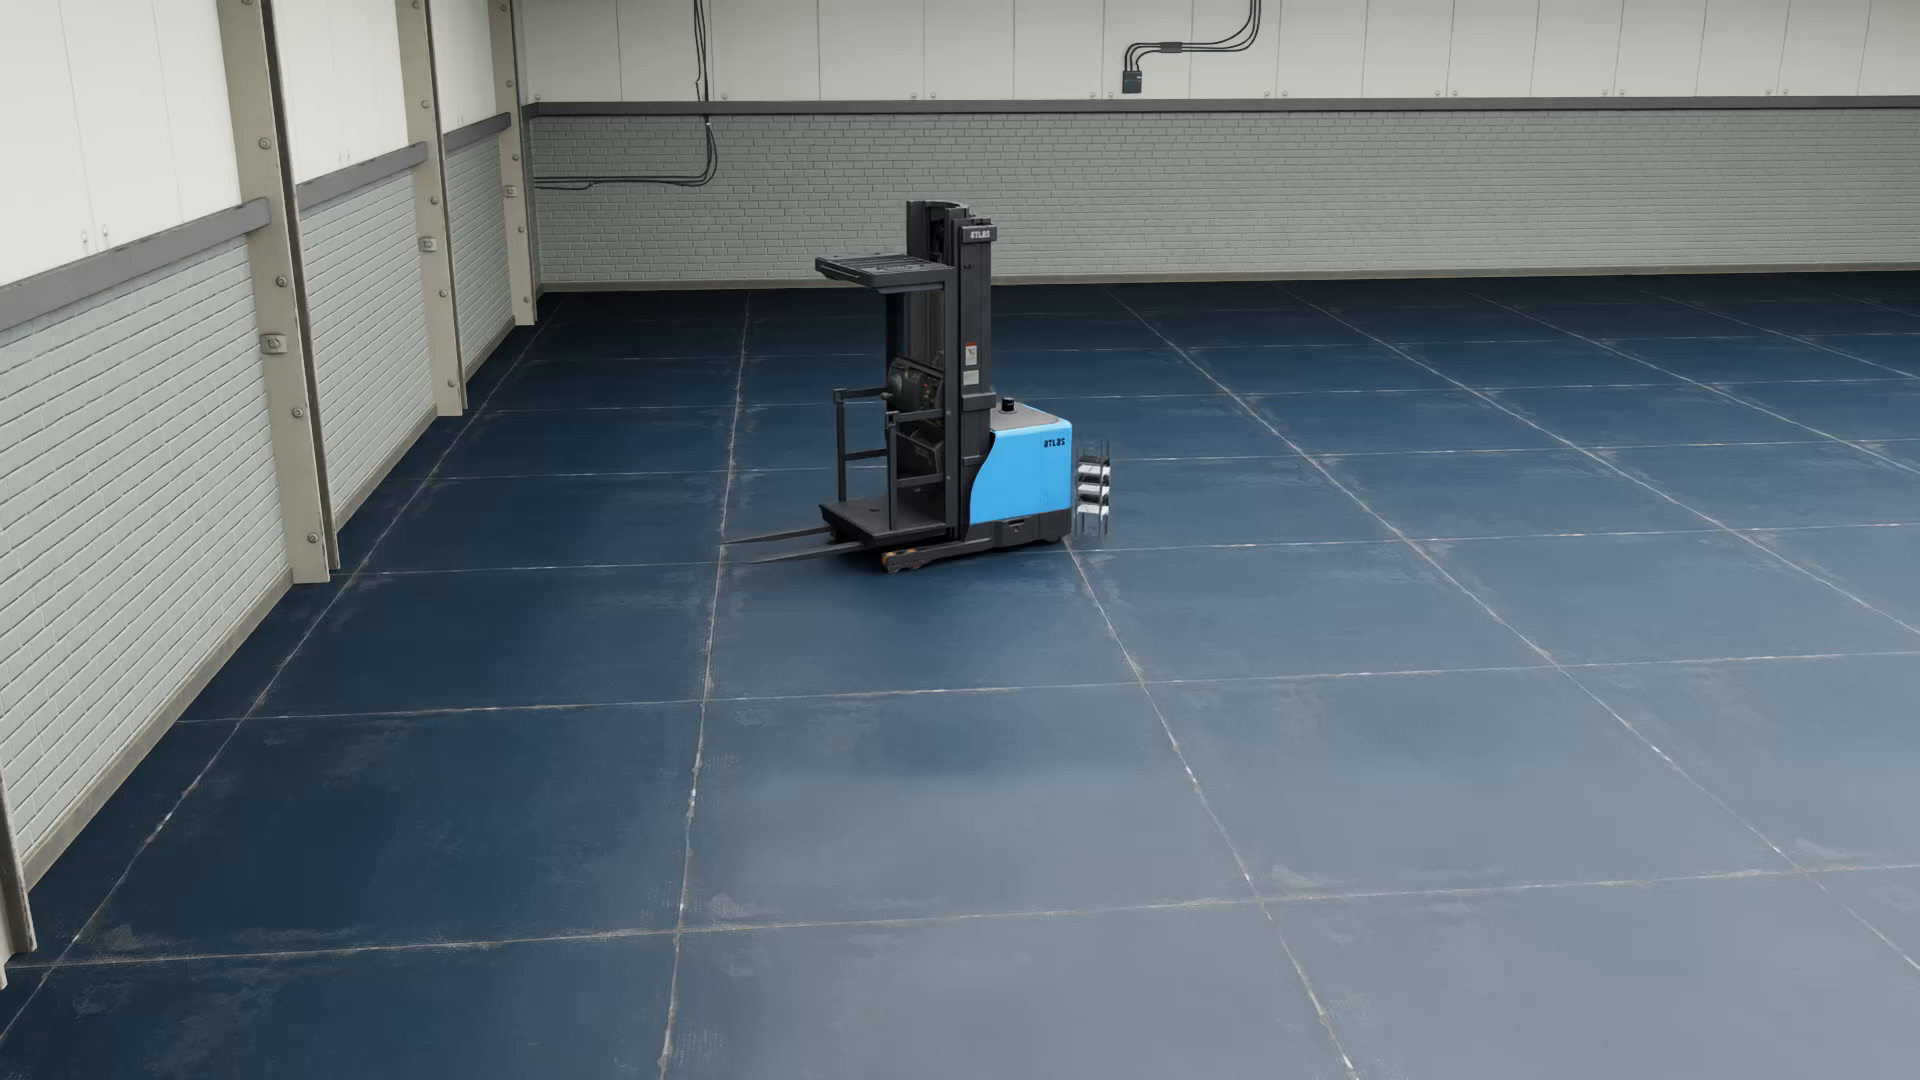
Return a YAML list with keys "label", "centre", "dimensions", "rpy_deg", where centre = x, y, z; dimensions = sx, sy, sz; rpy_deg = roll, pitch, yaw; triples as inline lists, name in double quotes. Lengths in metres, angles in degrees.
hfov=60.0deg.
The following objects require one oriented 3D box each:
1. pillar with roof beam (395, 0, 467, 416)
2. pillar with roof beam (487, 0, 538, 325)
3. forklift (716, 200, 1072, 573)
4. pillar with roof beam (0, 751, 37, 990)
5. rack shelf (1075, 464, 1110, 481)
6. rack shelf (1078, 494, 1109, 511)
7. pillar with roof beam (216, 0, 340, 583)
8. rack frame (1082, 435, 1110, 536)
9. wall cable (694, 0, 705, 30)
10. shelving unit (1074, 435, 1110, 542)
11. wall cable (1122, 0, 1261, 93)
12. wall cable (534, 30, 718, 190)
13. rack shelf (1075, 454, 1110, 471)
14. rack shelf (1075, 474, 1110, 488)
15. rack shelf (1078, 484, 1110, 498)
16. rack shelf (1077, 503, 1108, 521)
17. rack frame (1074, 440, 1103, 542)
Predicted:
- label: "pillar with roof beam"
  centre: [-1.670, -5.923, 18.521]
  dimensions: [9.100, 9.000, 0.400]
  rpy_deg: [-2, 18, -6]
- label: "pillar with roof beam"
  centre: [-2.288, -7.711, 24.215]
  dimensions: [9.100, 9.000, 0.400]
  rpy_deg: [-2, 18, -6]
- label: "forklift"
  centre: [-0.559, -1.305, 13.942]
  dimensions: [3.031, 2.935, 1.130]
  rpy_deg: [-9, 20, -28]
- label: "pillar with roof beam"
  centre: [-0.432, -2.348, 7.133]
  dimensions: [9.100, 9.000, 0.400]
  rpy_deg: [-2, 18, -6]
- label: "rack shelf"
  centre: [1.162, -0.592, 14.569]
  dimensions: [0.258, 0.077, 0.200]
  rpy_deg: [7, 19, 21]
- label: "rack shelf"
  centre: [1.162, -0.334, 14.650]
  dimensions: [0.258, 0.077, 0.200]
  rpy_deg: [7, 19, 21]
- label: "pillar with roof beam"
  centre: [-1.051, -4.136, 12.827]
  dimensions: [9.100, 9.000, 0.400]
  rpy_deg: [-2, 18, -6]
- label: "rack frame"
  centre: [1.200, -0.480, 14.703]
  dimensions: [0.240, 0.900, 0.006]
  rpy_deg: [7, 19, 21]
- label: "wall cable"
  centre: [-2.868, -9.508, 26.692]
  dimensions: [3.097, 2.526, 0.112]
  rpy_deg: [-2, 18, -6]
- label: "shelving unit"
  centre: [1.162, -0.452, 14.613]
  dimensions: [0.258, 0.900, 0.210]
  rpy_deg: [7, 19, 21]
- label: "wall cable"
  centre: [3.885, -10.408, 27.127]
  dimensions: [2.305, 6.003, 0.169]
  rpy_deg: [-2, 18, -6]
- label: "wall cable"
  centre: [-5.559, -7.015, 27.182]
  dimensions: [3.097, 2.526, 0.112]
  rpy_deg: [-2, 18, -6]
- label: "rack shelf"
  centre: [1.162, -0.678, 14.542]
  dimensions: [0.258, 0.077, 0.200]
  rpy_deg: [7, 19, 21]
- label: "rack shelf"
  centre: [1.162, -0.506, 14.596]
  dimensions: [0.258, 0.077, 0.200]
  rpy_deg: [7, 19, 21]
- label: "rack shelf"
  centre: [1.162, -0.420, 14.623]
  dimensions: [0.258, 0.077, 0.200]
  rpy_deg: [7, 19, 21]
- label: "rack shelf"
  centre: [1.162, -0.248, 14.677]
  dimensions: [0.258, 0.077, 0.200]
  rpy_deg: [7, 19, 21]
- label: "rack frame"
  centre: [1.124, -0.424, 14.523]
  dimensions: [0.240, 0.900, 0.006]
  rpy_deg: [7, 19, 21]
